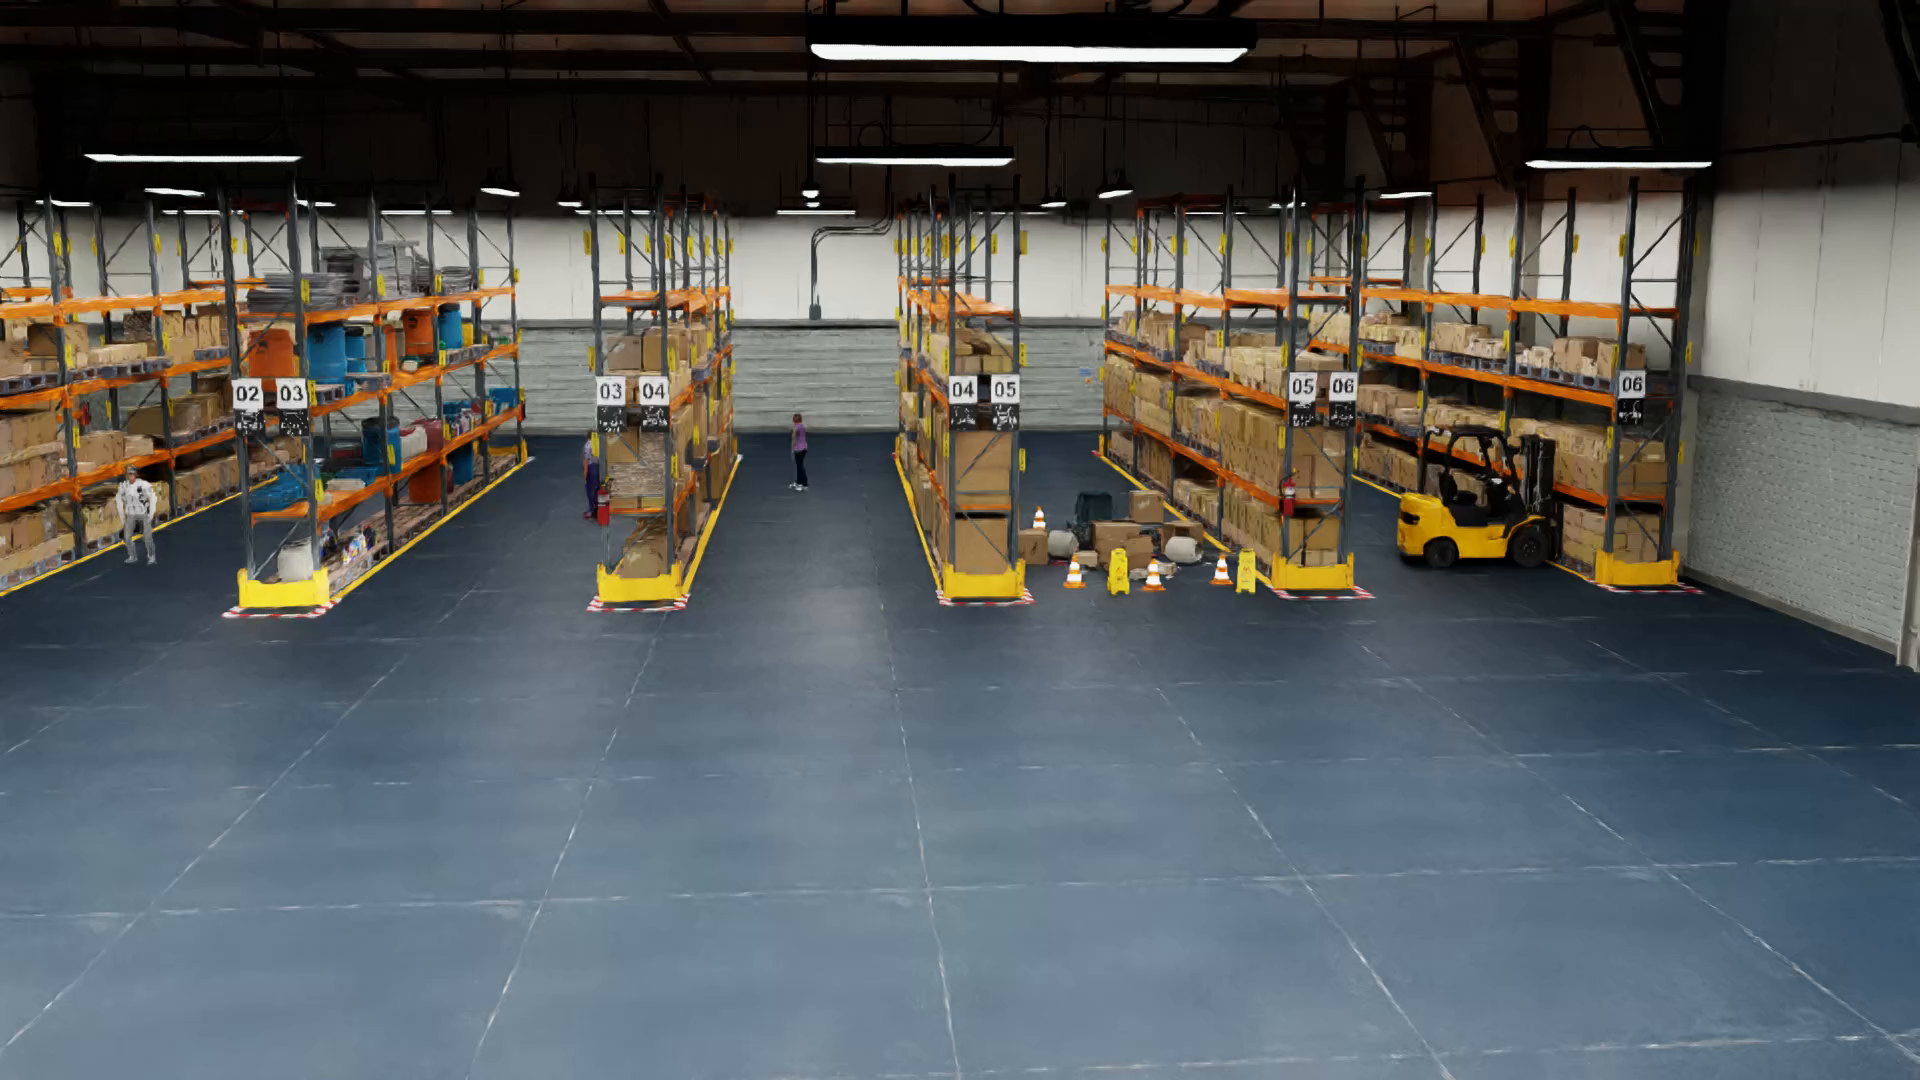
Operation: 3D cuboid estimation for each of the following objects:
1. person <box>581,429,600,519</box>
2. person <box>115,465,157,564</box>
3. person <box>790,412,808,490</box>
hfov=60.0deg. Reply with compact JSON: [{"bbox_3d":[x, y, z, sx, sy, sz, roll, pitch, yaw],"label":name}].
[{"bbox_3d":[-6.876,-1.243,30.958,0.468,1.651,0.523,5,11,25],"label":"person"},{"bbox_3d":[-13.050,-0.408,26.378,0.637,1.628,0.506,-1,10,-7],"label":"person"},{"bbox_3d":[-3.366,-1.862,34.579,0.527,1.592,0.521,4,11,23],"label":"person"}]
